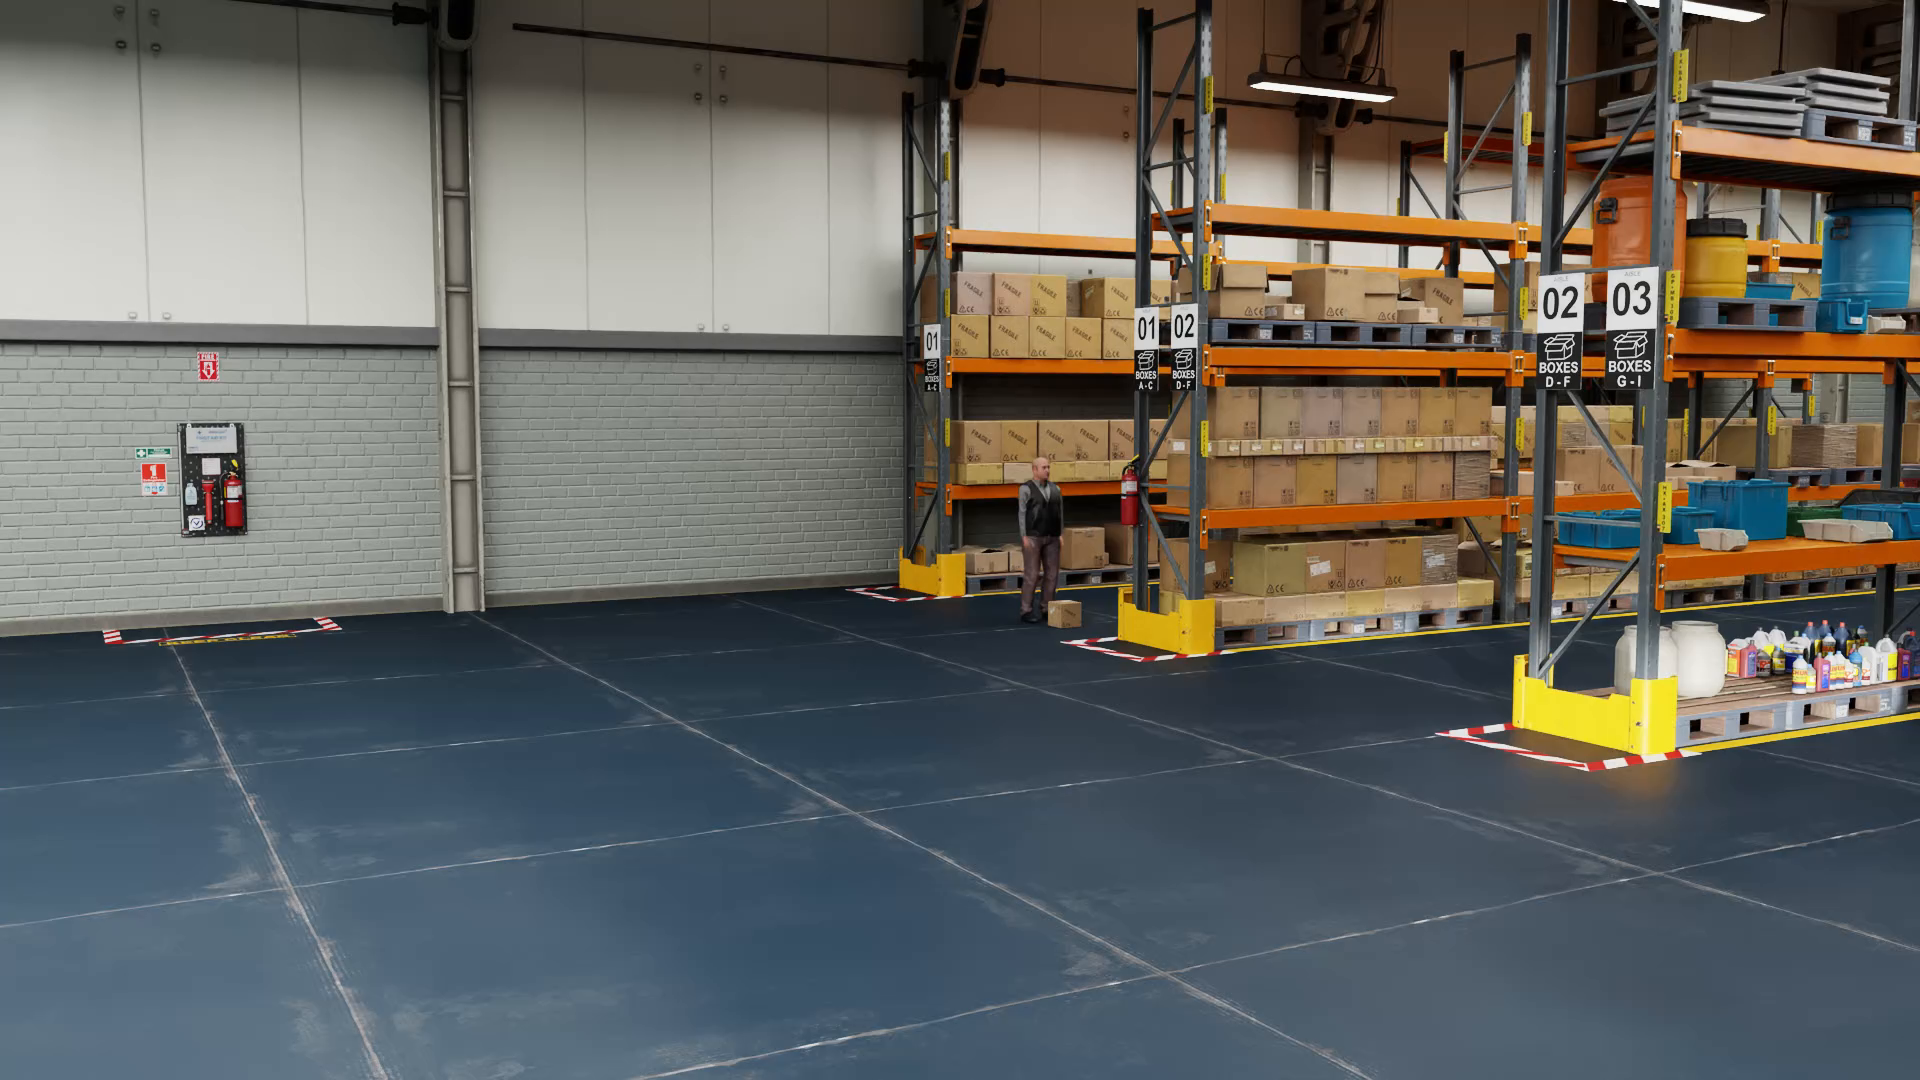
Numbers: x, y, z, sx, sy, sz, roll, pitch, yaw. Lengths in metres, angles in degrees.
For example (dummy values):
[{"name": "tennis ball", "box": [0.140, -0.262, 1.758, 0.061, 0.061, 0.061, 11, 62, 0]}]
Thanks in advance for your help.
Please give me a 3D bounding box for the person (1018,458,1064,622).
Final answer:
[{"name": "person", "box": [0.866, -0.006, 17.480, 0.530, 1.717, 0.359, -3, 6, -27]}]
